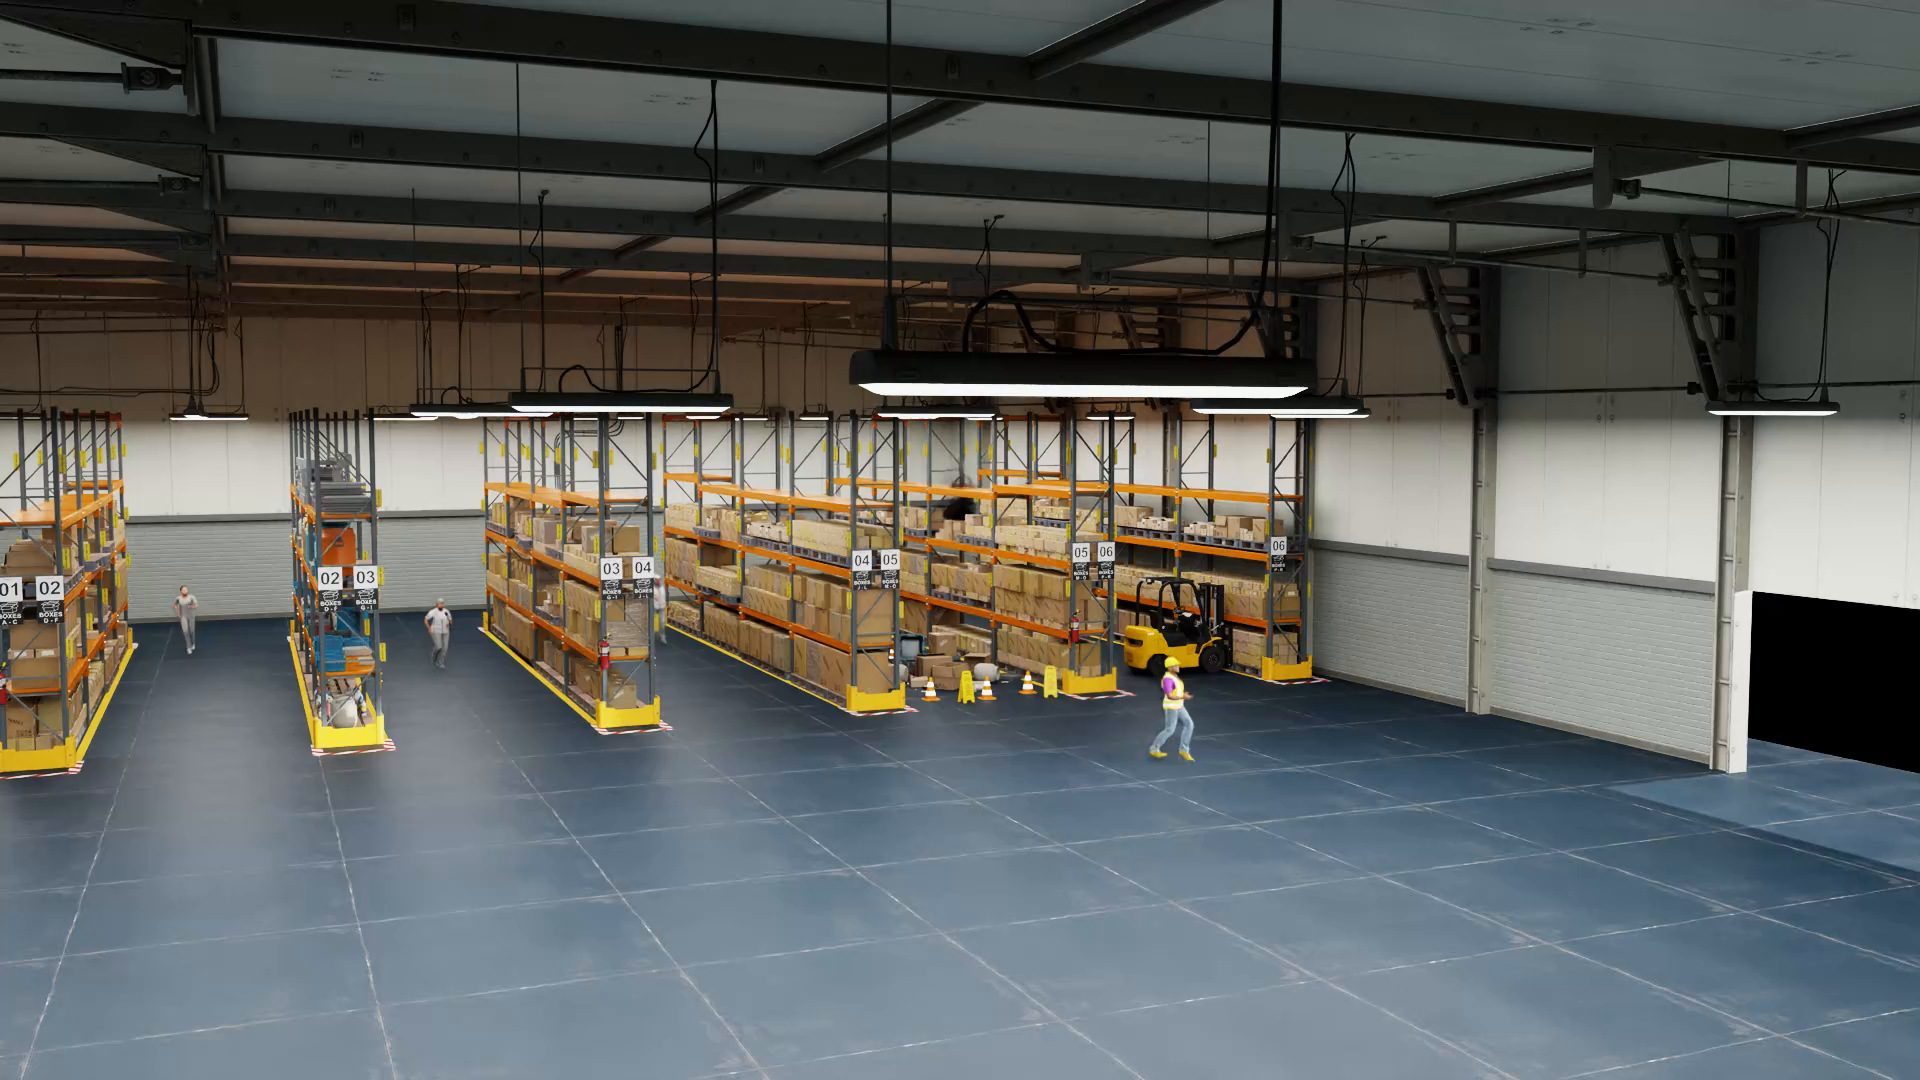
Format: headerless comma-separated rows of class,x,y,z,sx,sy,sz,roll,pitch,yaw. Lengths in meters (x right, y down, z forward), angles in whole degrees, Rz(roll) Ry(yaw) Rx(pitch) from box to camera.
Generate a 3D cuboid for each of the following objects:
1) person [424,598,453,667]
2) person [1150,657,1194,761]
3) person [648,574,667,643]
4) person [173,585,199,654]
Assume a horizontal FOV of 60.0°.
person,-12.127,2.181,38.829,0.592,1.627,0.598,-3,5,-36
person,3.621,2.883,28.274,0.757,1.802,0.707,2,4,23
person,-7.894,1.776,43.385,0.660,1.764,0.955,-2,5,-31
person,-19.352,1.978,41.605,0.569,1.694,0.833,-2,4,-27
